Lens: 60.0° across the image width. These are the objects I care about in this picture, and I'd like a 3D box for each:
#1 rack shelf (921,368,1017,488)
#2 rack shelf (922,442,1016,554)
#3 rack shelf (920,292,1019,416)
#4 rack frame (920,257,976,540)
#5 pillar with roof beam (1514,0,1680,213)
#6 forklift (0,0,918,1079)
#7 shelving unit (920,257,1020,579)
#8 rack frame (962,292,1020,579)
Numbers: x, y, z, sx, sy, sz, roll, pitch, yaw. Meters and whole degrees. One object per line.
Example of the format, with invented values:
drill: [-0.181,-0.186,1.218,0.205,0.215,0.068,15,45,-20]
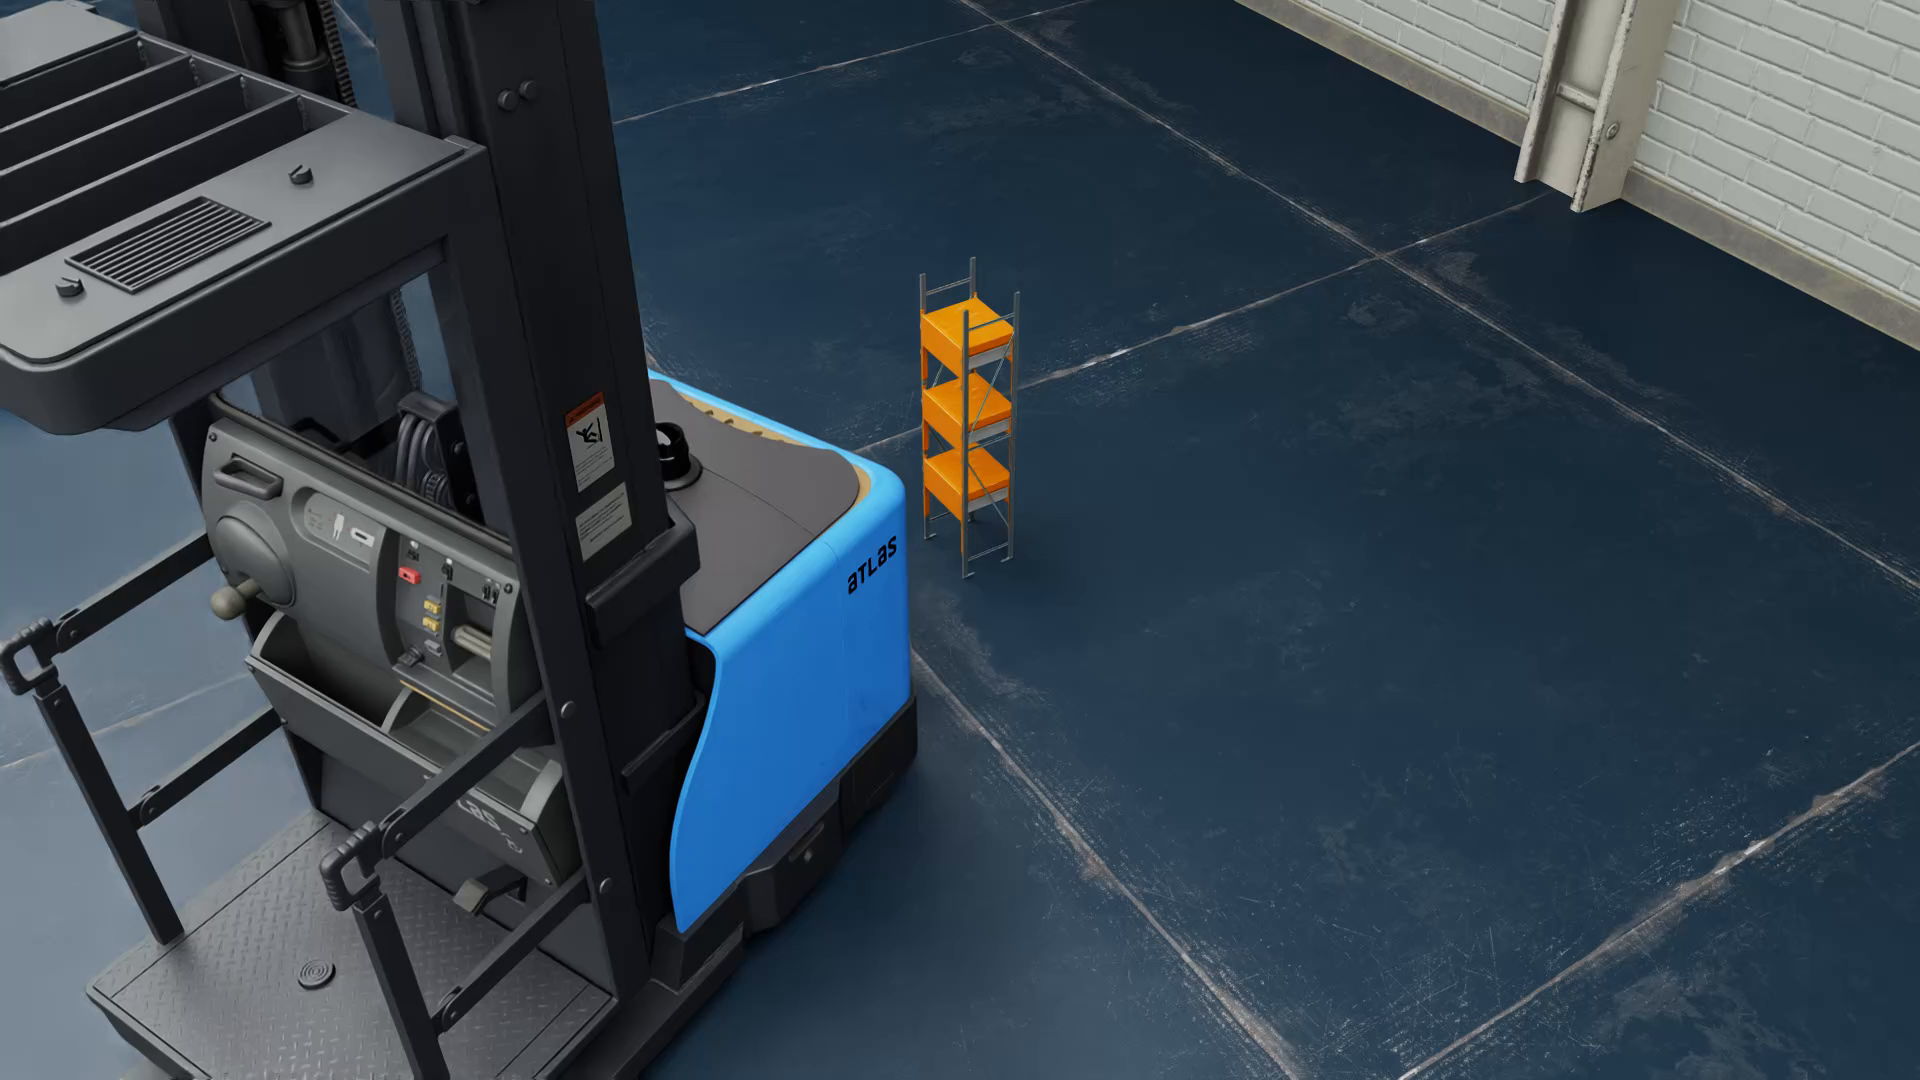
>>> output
rack shelf: [0.029,-0.366,5.386,0.215,0.259,0.240,-22,45,-24]
rack shelf: [0.029,-0.153,5.564,0.215,0.259,0.240,-22,45,-24]
rack shelf: [0.029,-0.584,5.204,0.215,0.259,0.240,-22,45,-24]
rack frame: [-0.037,-0.440,5.458,0.200,1.050,0.008,-22,45,-24]
pillar with roof beam: [-0.806,-3.614,3.057,9.100,9.000,0.400,-22,45,-24]
forklift: [-1.360,0.144,3.287,1.130,2.935,3.031,23,45,25]
shelving unit: [0.029,-0.374,5.379,0.215,1.050,0.252,-22,45,-24]
rack frame: [0.094,-0.309,5.300,0.200,1.050,0.008,-22,45,-24]
